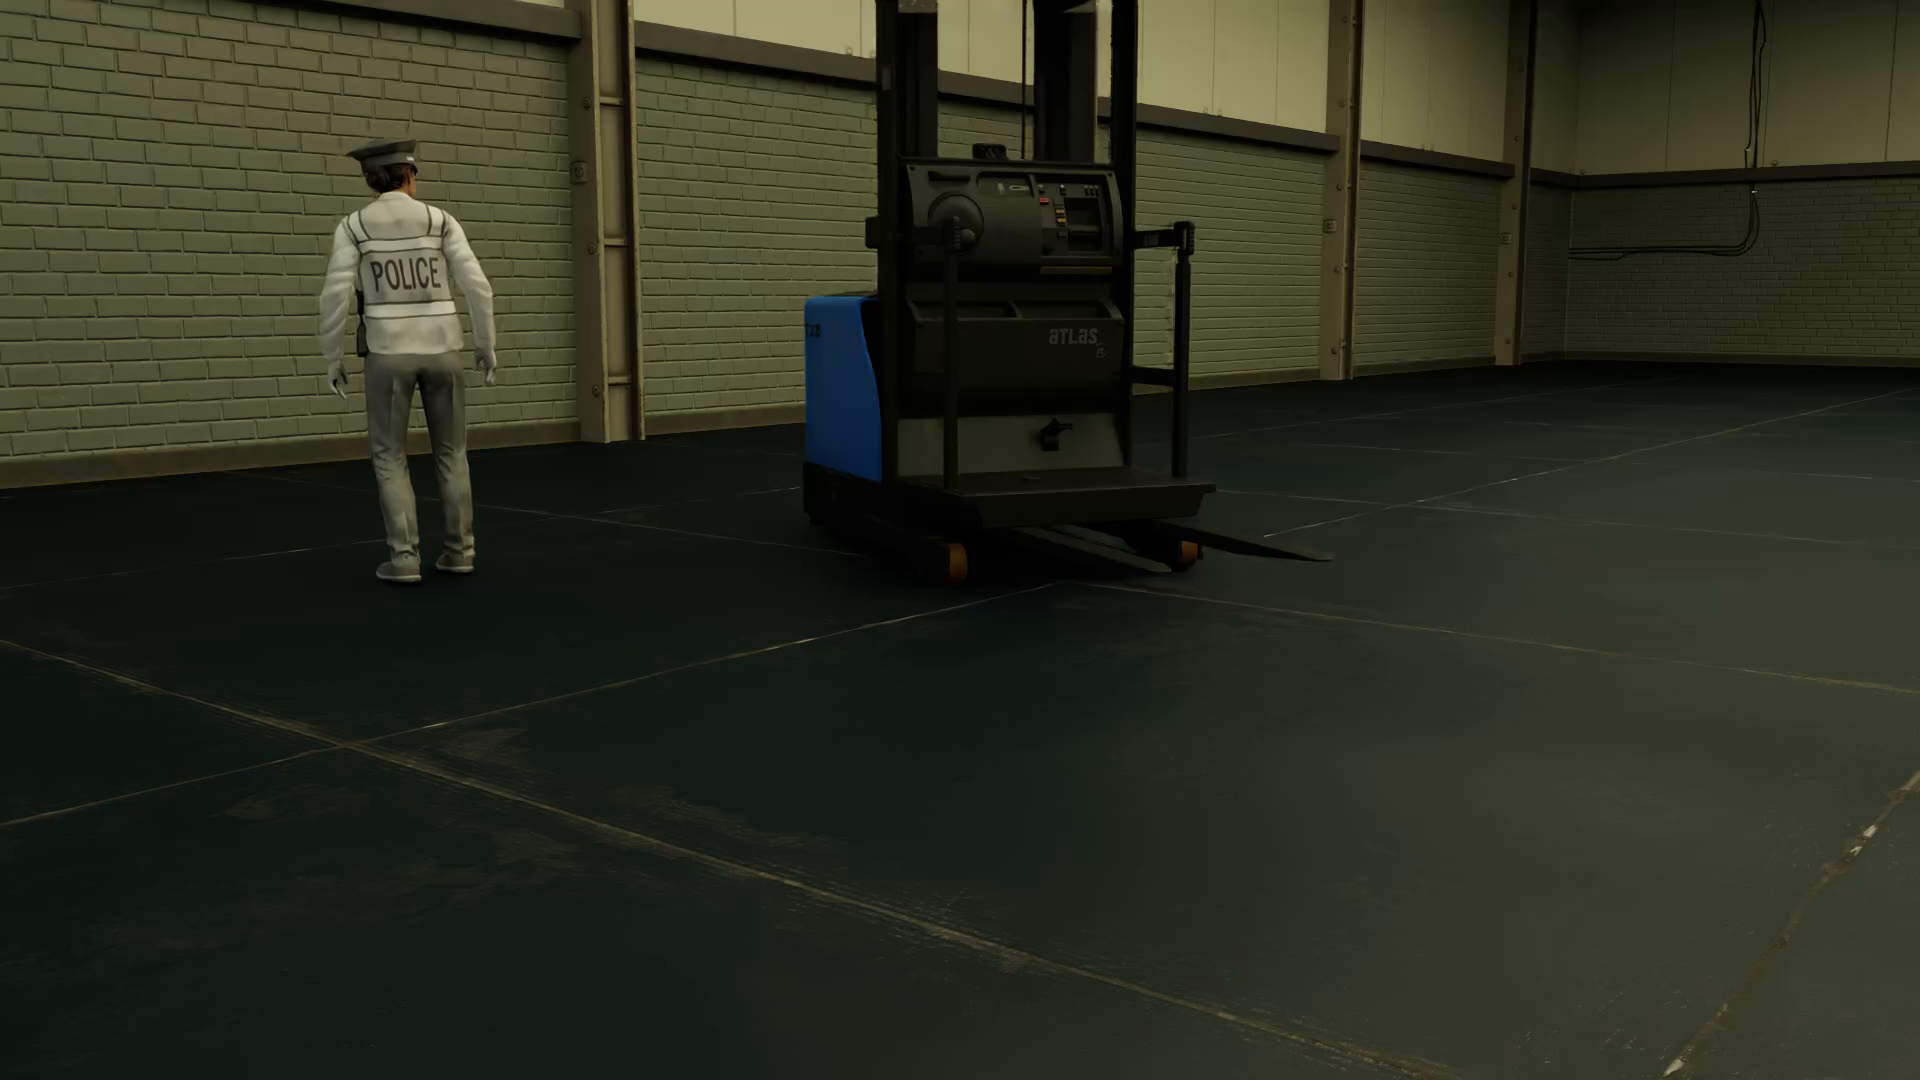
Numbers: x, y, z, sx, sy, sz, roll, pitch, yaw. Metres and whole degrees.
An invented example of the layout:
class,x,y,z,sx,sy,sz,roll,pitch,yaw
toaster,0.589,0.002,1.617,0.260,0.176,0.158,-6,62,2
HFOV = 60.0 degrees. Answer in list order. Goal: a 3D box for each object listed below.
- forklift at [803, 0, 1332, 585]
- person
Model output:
class,x,y,z,sx,sy,sz,roll,pitch,yaw
forklift,0.313,-1.350,6.508,1.130,2.935,3.031,-4,9,-23
person,-2.089,-0.677,6.313,0.641,1.658,0.435,-4,9,-27
